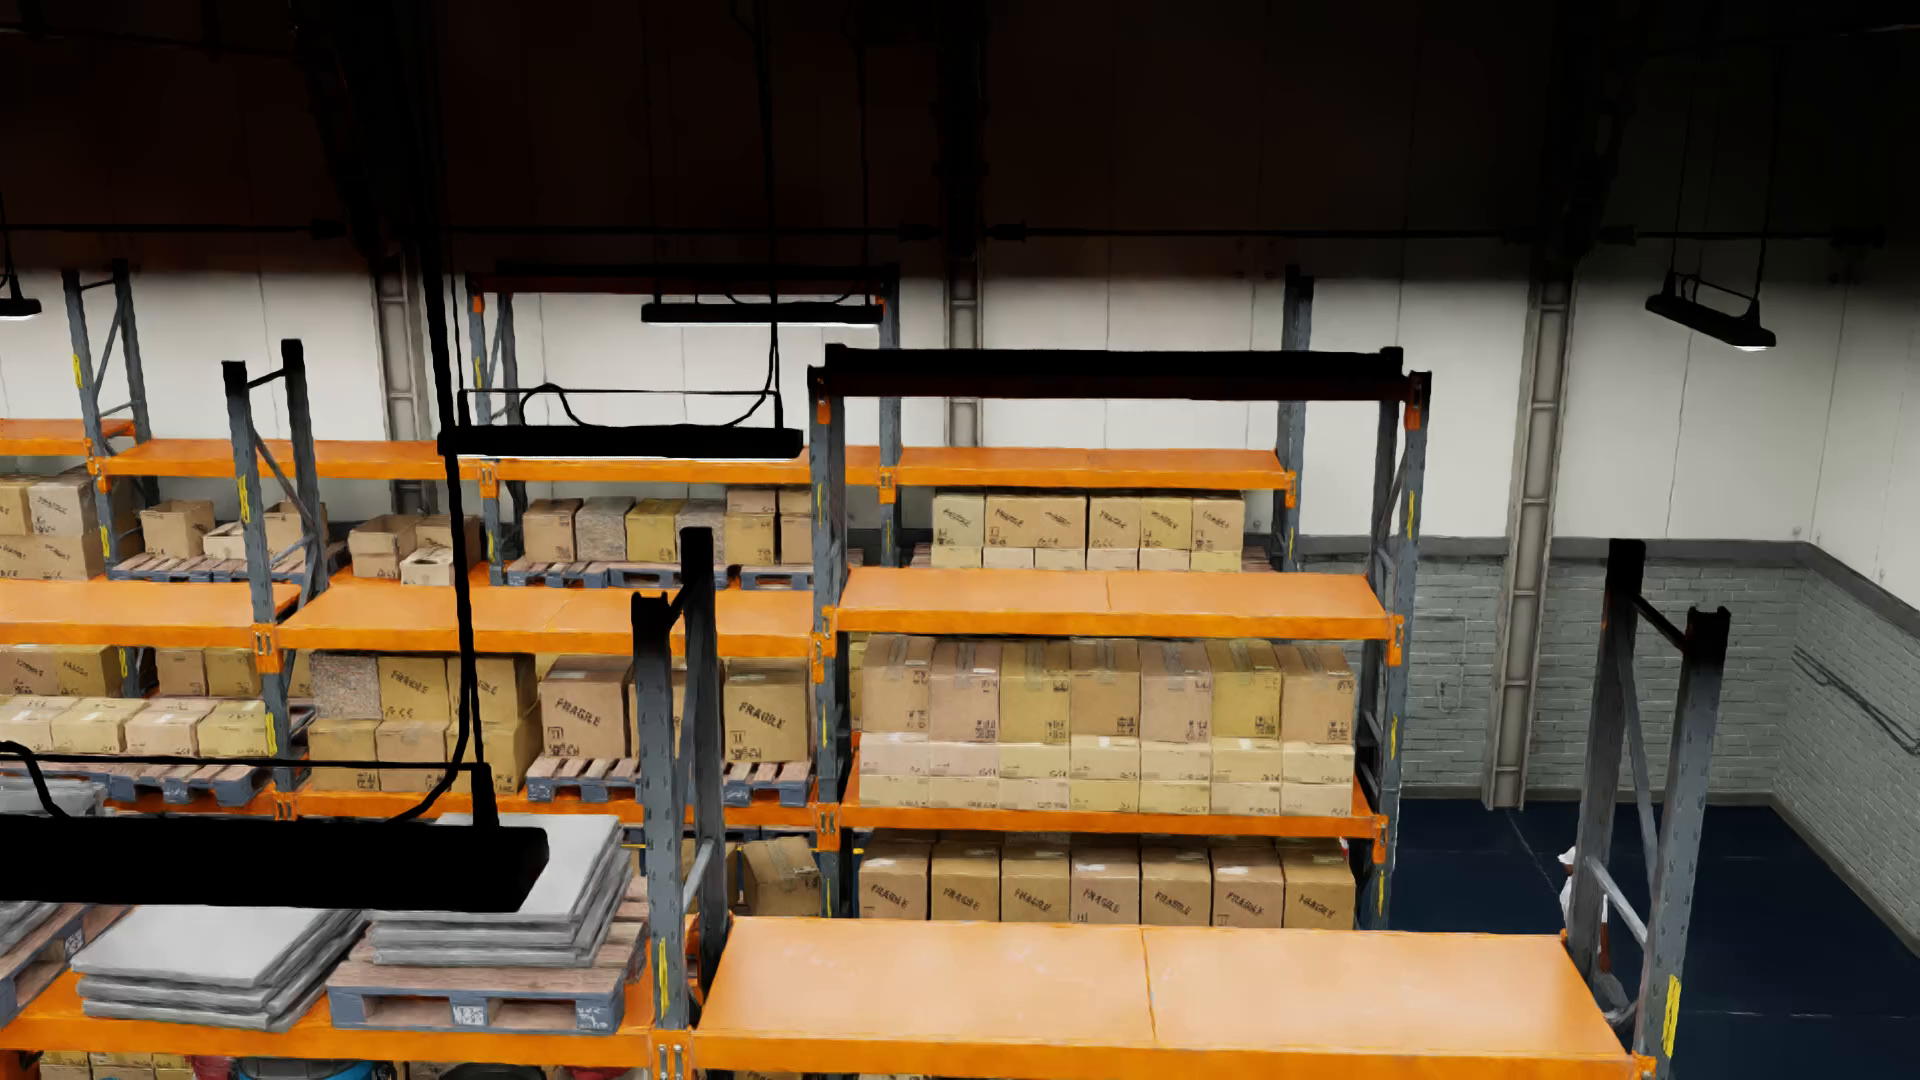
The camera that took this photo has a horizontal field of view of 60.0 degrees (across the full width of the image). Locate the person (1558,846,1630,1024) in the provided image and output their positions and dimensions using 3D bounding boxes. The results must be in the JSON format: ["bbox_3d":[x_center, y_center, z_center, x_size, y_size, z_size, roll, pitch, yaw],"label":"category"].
[{"bbox_3d":[5.208,3.345,14.017,1.121,1.691,0.577,2,16,5],"label":"person"}]
